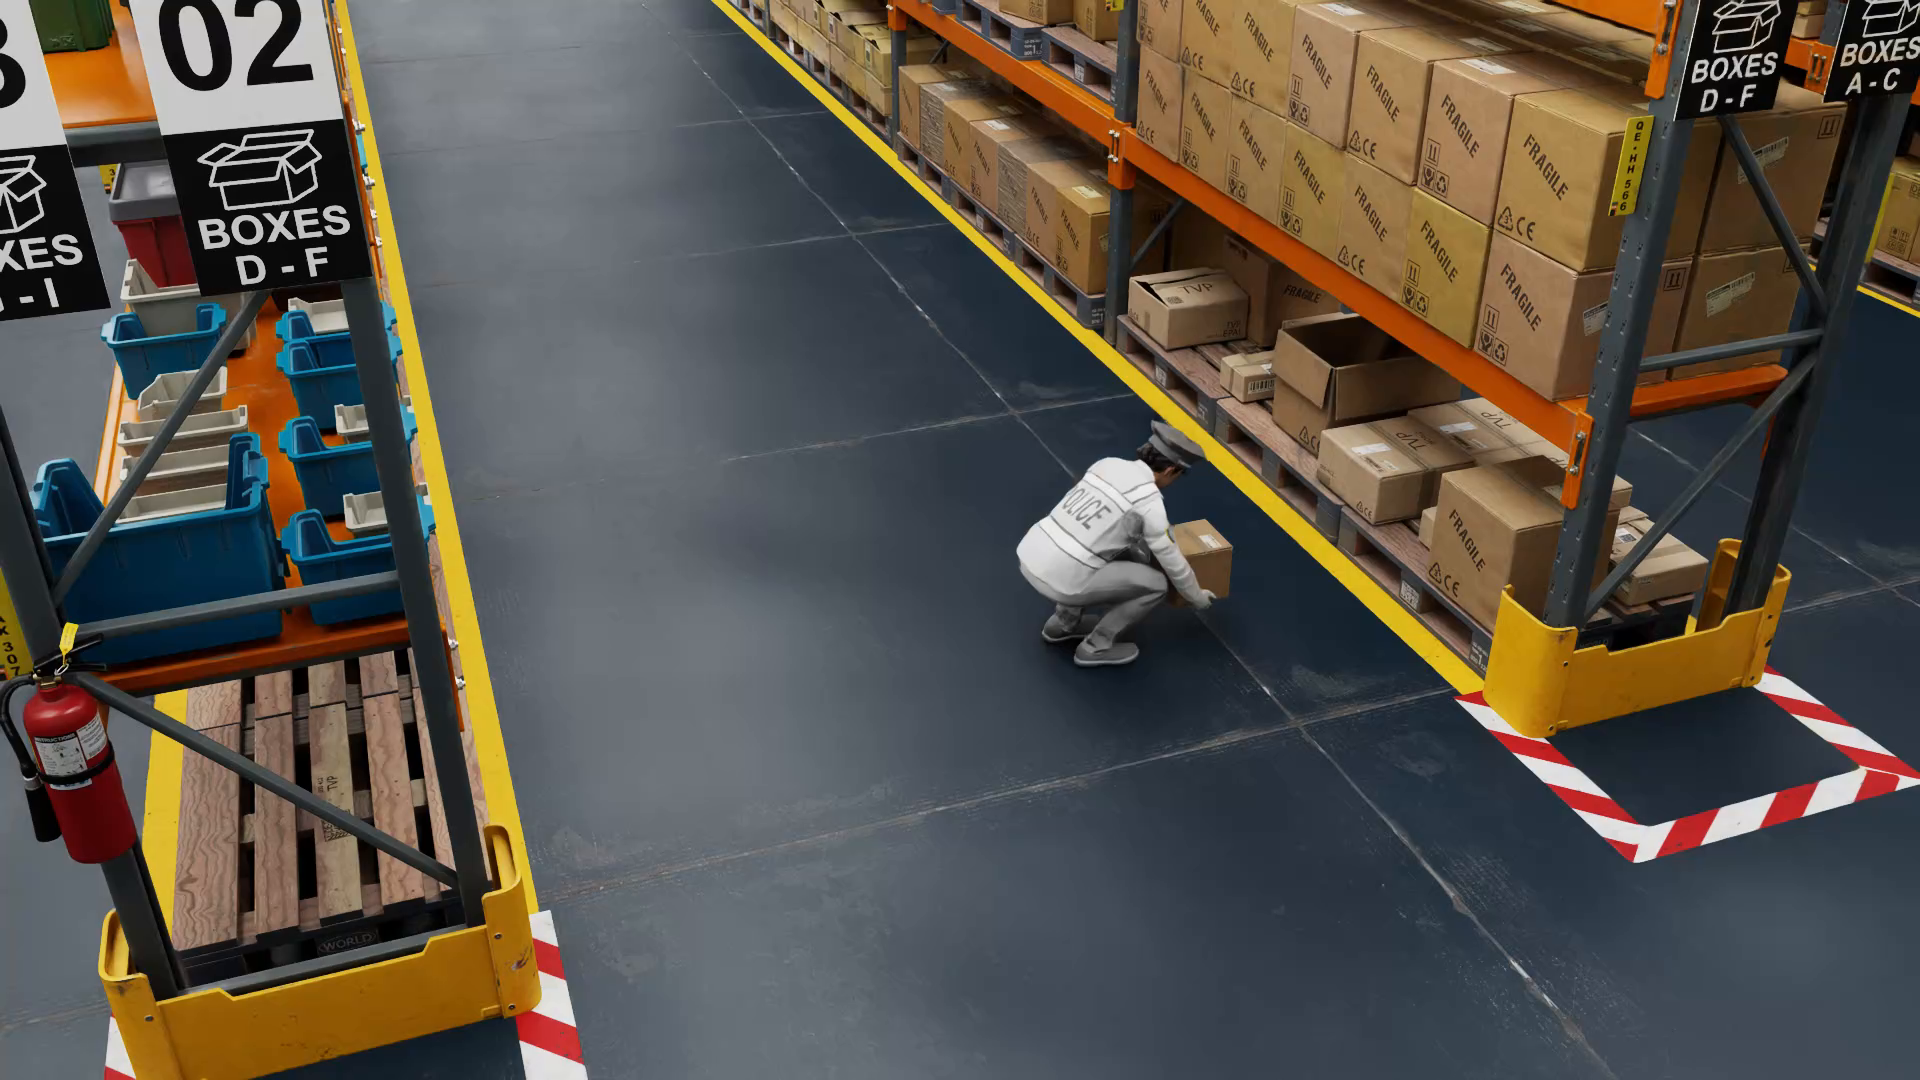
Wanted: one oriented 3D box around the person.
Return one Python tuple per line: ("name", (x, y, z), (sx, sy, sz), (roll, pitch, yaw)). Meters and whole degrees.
("person", (0.636, 0.019, 6.806), (0.823, 0.964, 0.496), (-11, 32, -18))
